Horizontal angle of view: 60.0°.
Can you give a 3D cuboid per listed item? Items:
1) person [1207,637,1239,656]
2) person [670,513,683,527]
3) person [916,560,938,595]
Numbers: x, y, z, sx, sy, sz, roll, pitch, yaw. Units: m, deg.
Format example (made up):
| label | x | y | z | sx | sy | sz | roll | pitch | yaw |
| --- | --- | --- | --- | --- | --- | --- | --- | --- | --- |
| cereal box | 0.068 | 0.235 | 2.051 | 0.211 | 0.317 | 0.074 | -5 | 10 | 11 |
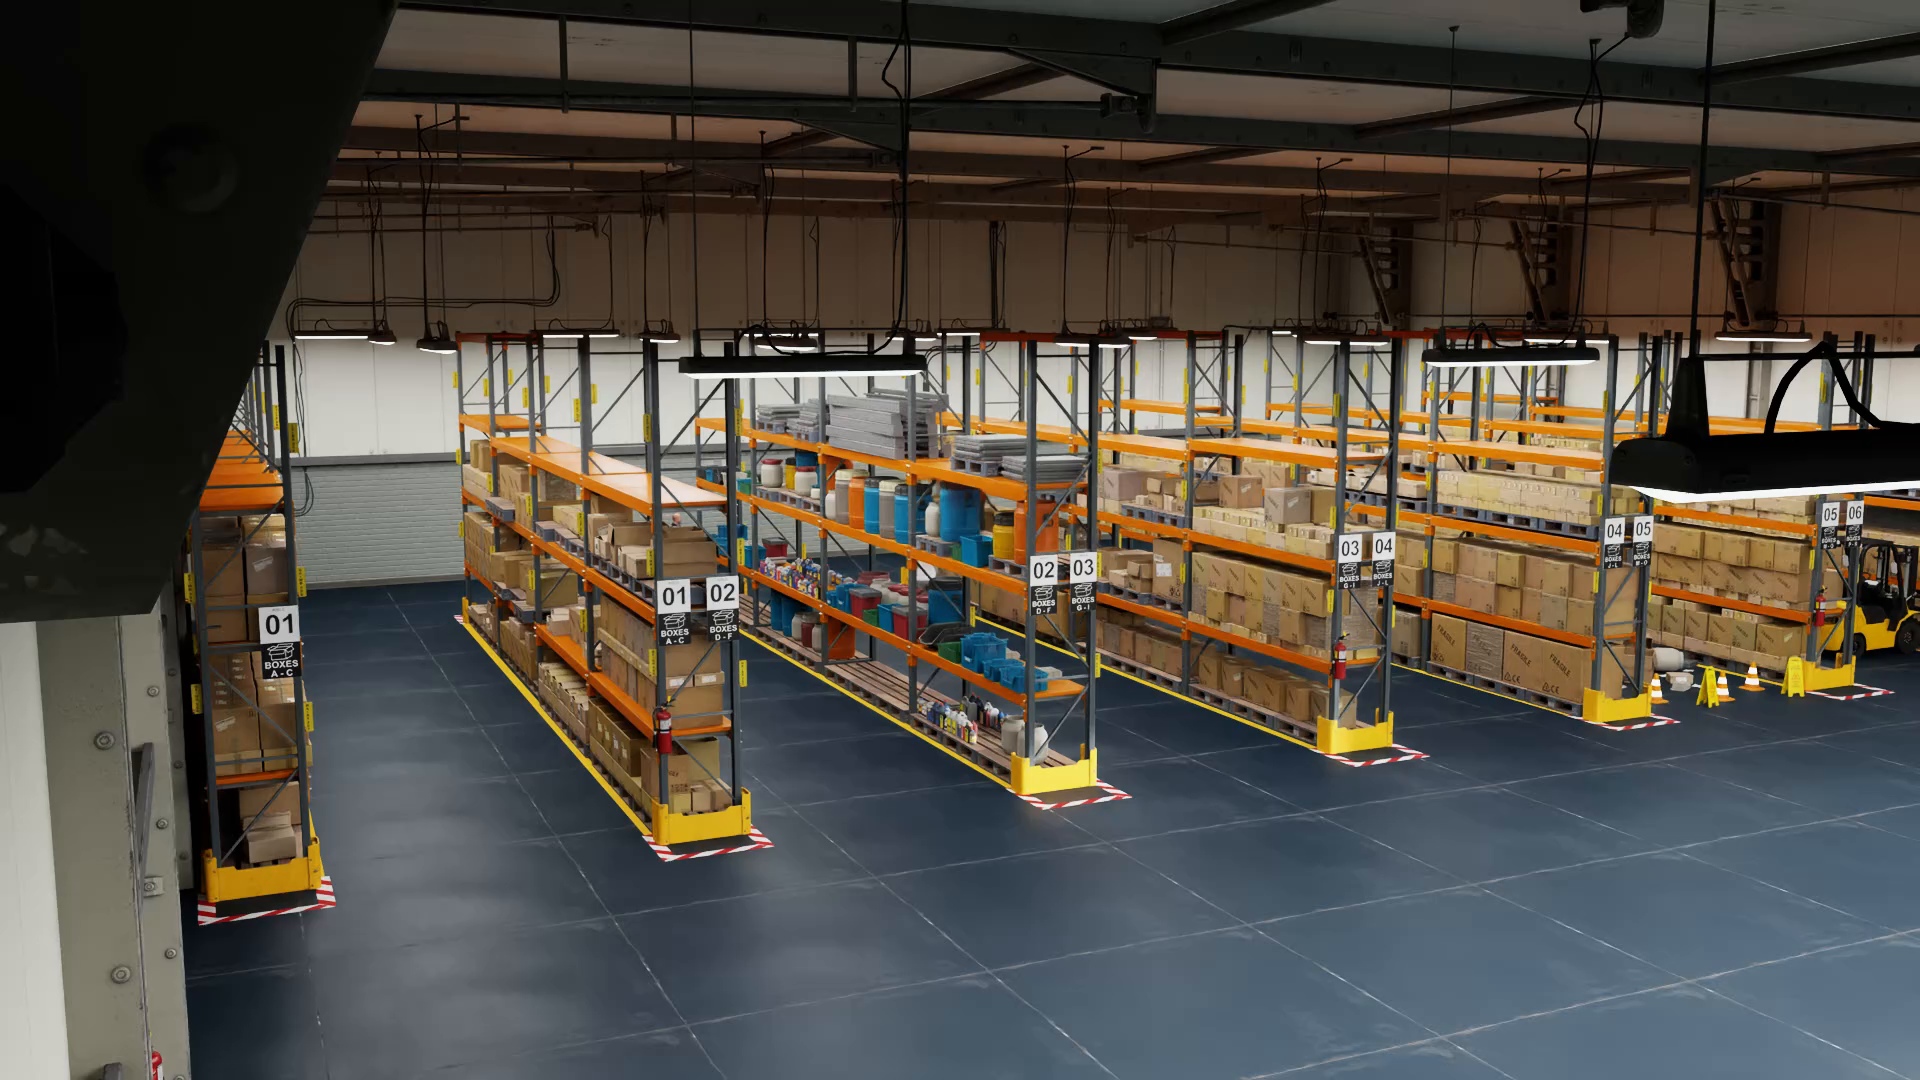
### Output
| label | x | y | z | sx | sy | sz | roll | pitch | yaw |
| --- | --- | --- | --- | --- | --- | --- | --- | --- | --- |
| person | 4.961 | 1.306 | 31.161 | 0.418 | 1.625 | 1.047 | -5 | 9 | -33 |
| person | -6.633 | 0.234 | 38.812 | 0.466 | 1.721 | 0.574 | -1 | 8 | -11 |
| person | -0.695 | 0.845 | 34.204 | 0.586 | 1.776 | 0.531 | -3 | 8 | -19 |
